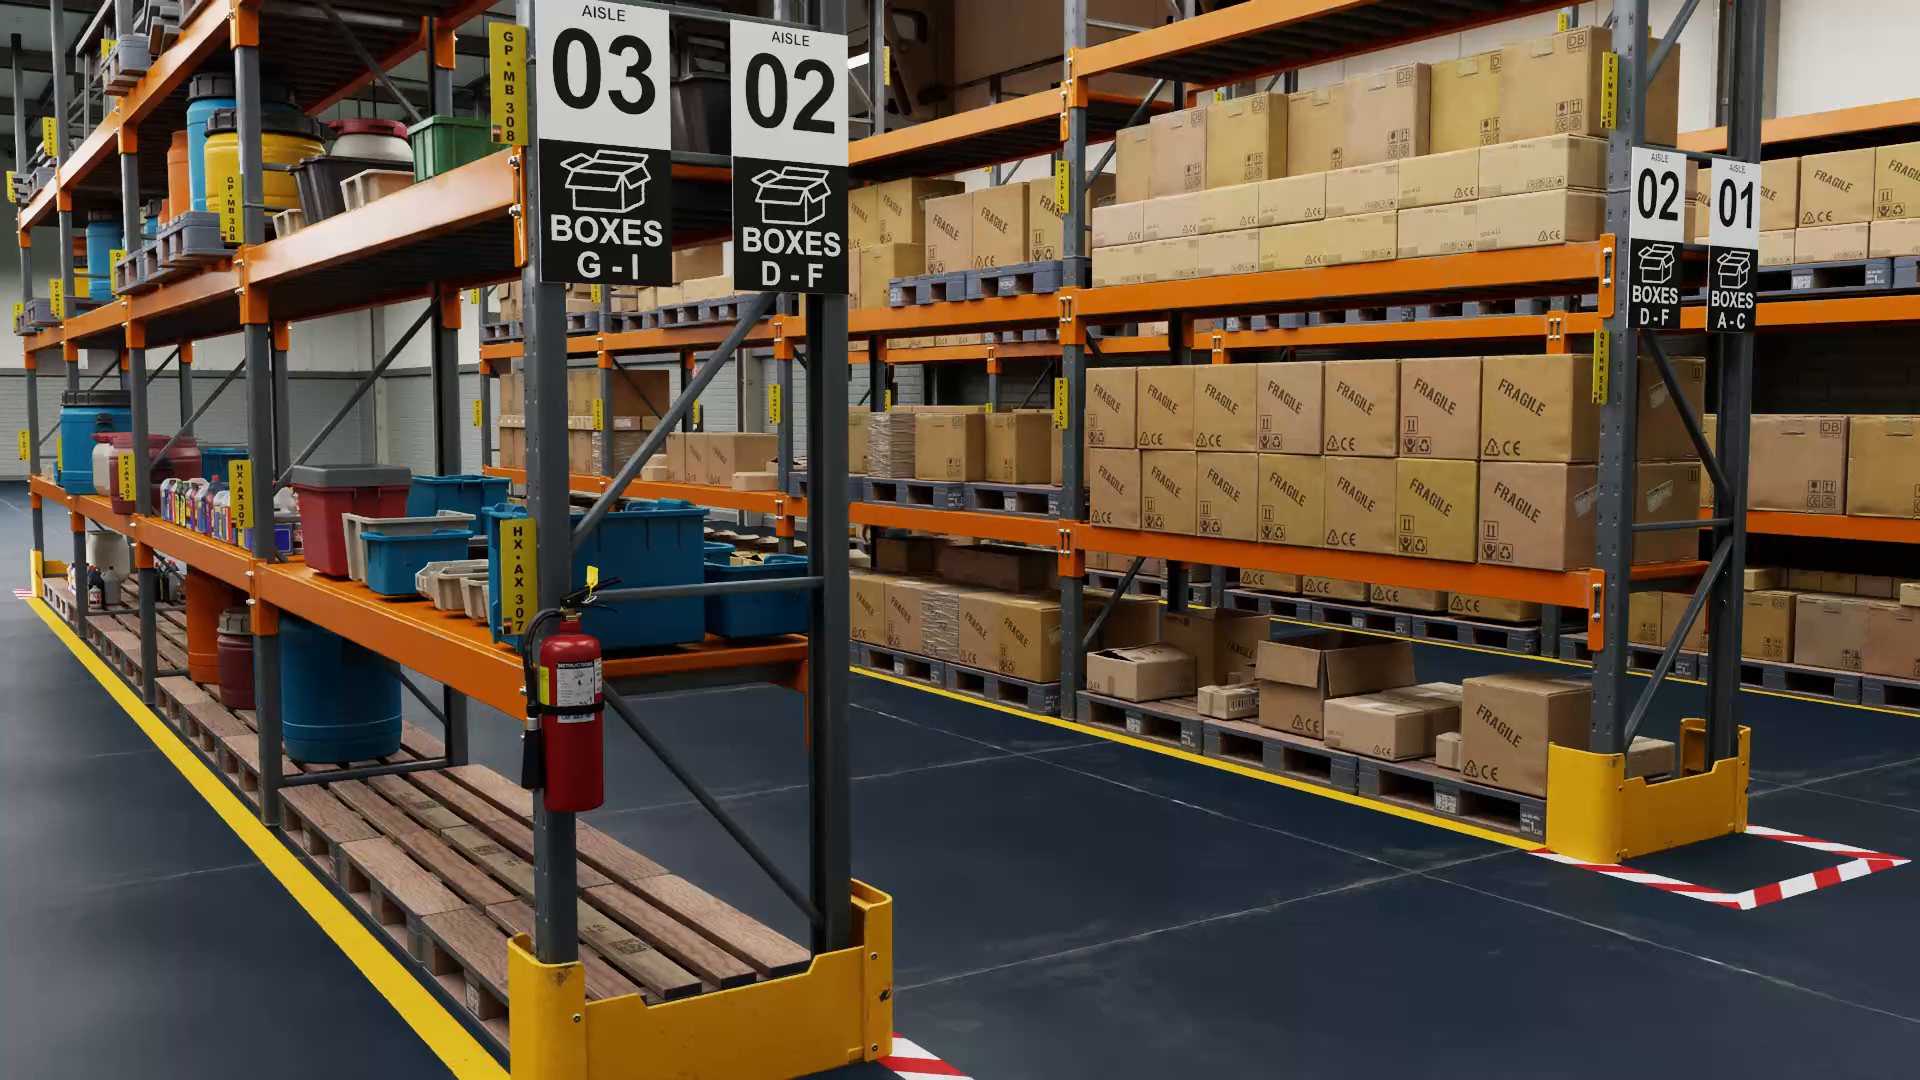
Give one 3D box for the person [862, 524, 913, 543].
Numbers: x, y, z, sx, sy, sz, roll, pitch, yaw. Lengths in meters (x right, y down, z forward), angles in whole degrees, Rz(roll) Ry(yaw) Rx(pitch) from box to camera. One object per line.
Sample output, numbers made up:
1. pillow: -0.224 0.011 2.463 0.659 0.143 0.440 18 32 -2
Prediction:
1. person: -0.711 -0.153 16.612 0.618 1.760 0.460 -3 6 -36
